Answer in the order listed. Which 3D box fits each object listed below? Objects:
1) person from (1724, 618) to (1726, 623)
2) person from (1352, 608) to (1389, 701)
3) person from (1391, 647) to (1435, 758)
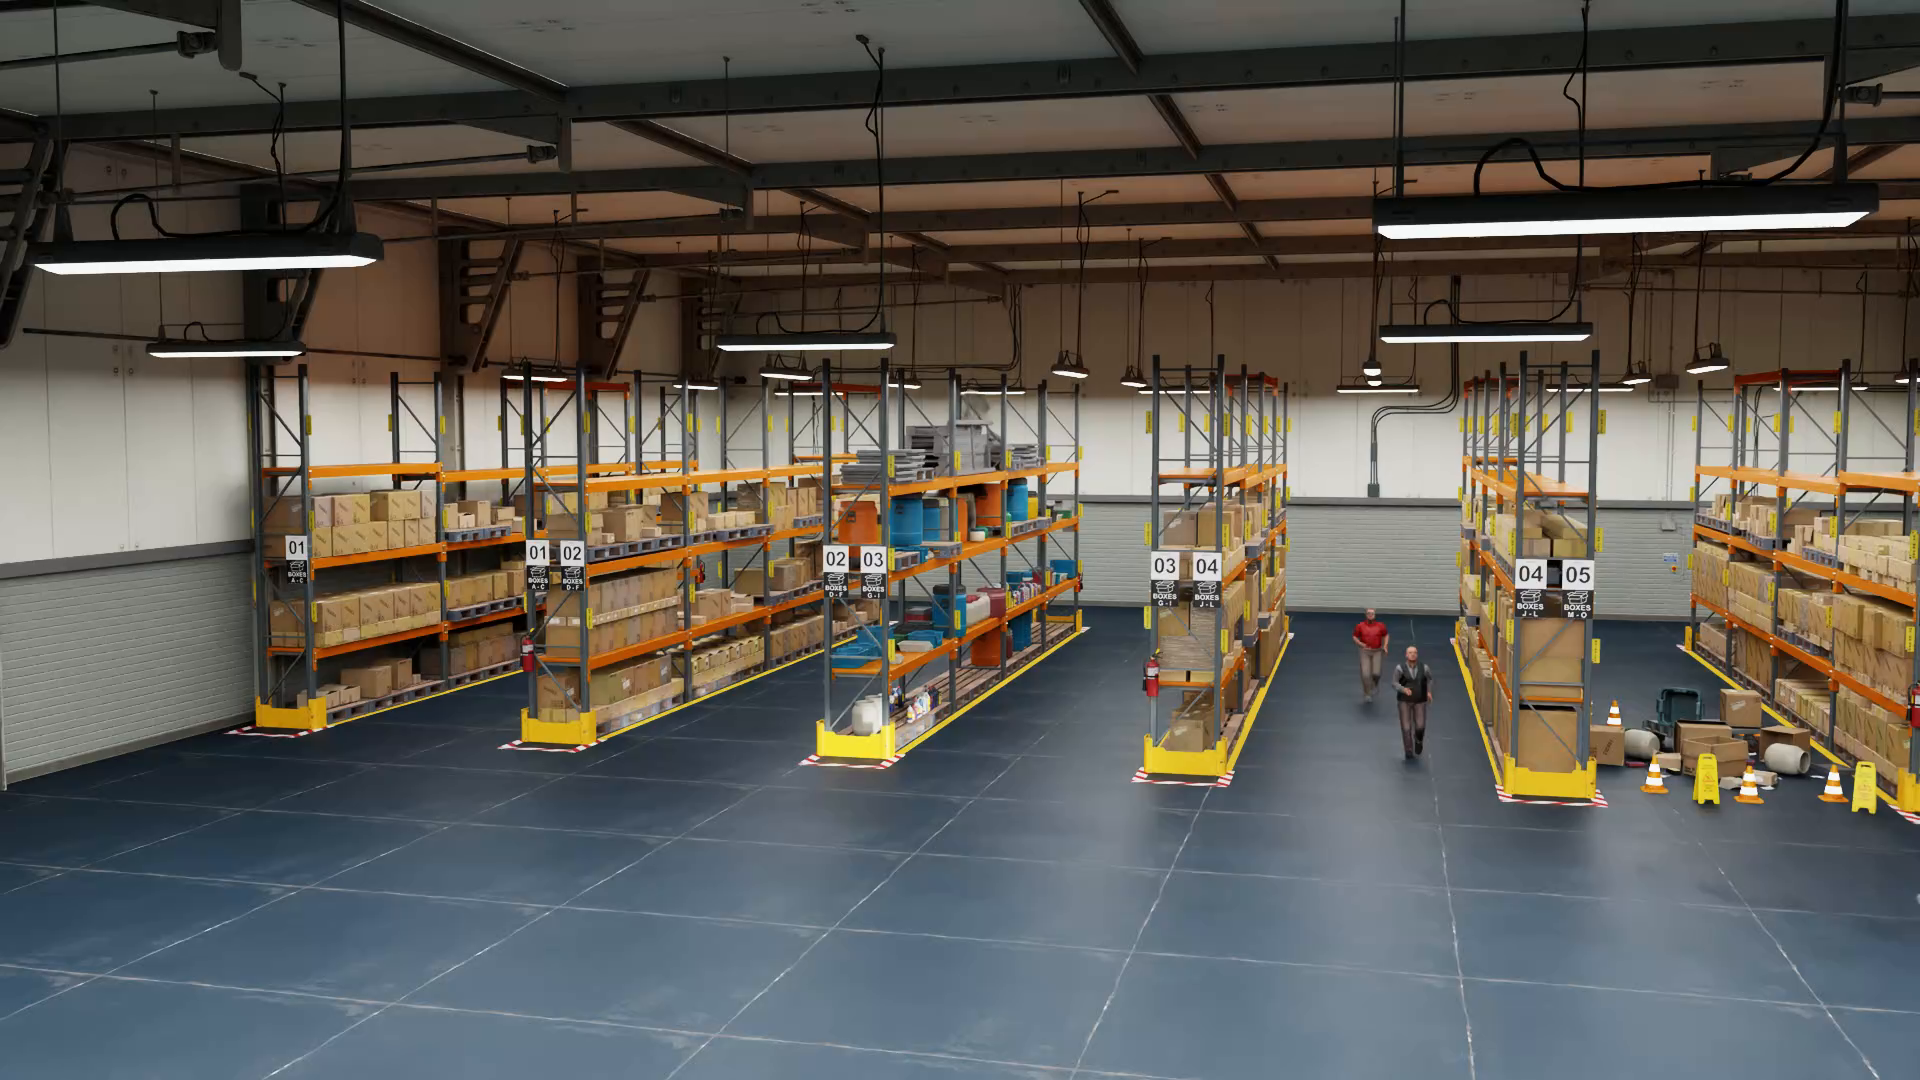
[{"bbox_3d":[17.639,1.585,38.066,0.680,1.570,0.510,-2,5,-31],"label":"person"},{"bbox_3d":[7.452,2.084,30.154,0.658,1.681,0.562,1,4,10],"label":"person"},{"bbox_3d":[6.776,2.441,24.867,0.645,1.681,0.592,1,4,12],"label":"person"}]
